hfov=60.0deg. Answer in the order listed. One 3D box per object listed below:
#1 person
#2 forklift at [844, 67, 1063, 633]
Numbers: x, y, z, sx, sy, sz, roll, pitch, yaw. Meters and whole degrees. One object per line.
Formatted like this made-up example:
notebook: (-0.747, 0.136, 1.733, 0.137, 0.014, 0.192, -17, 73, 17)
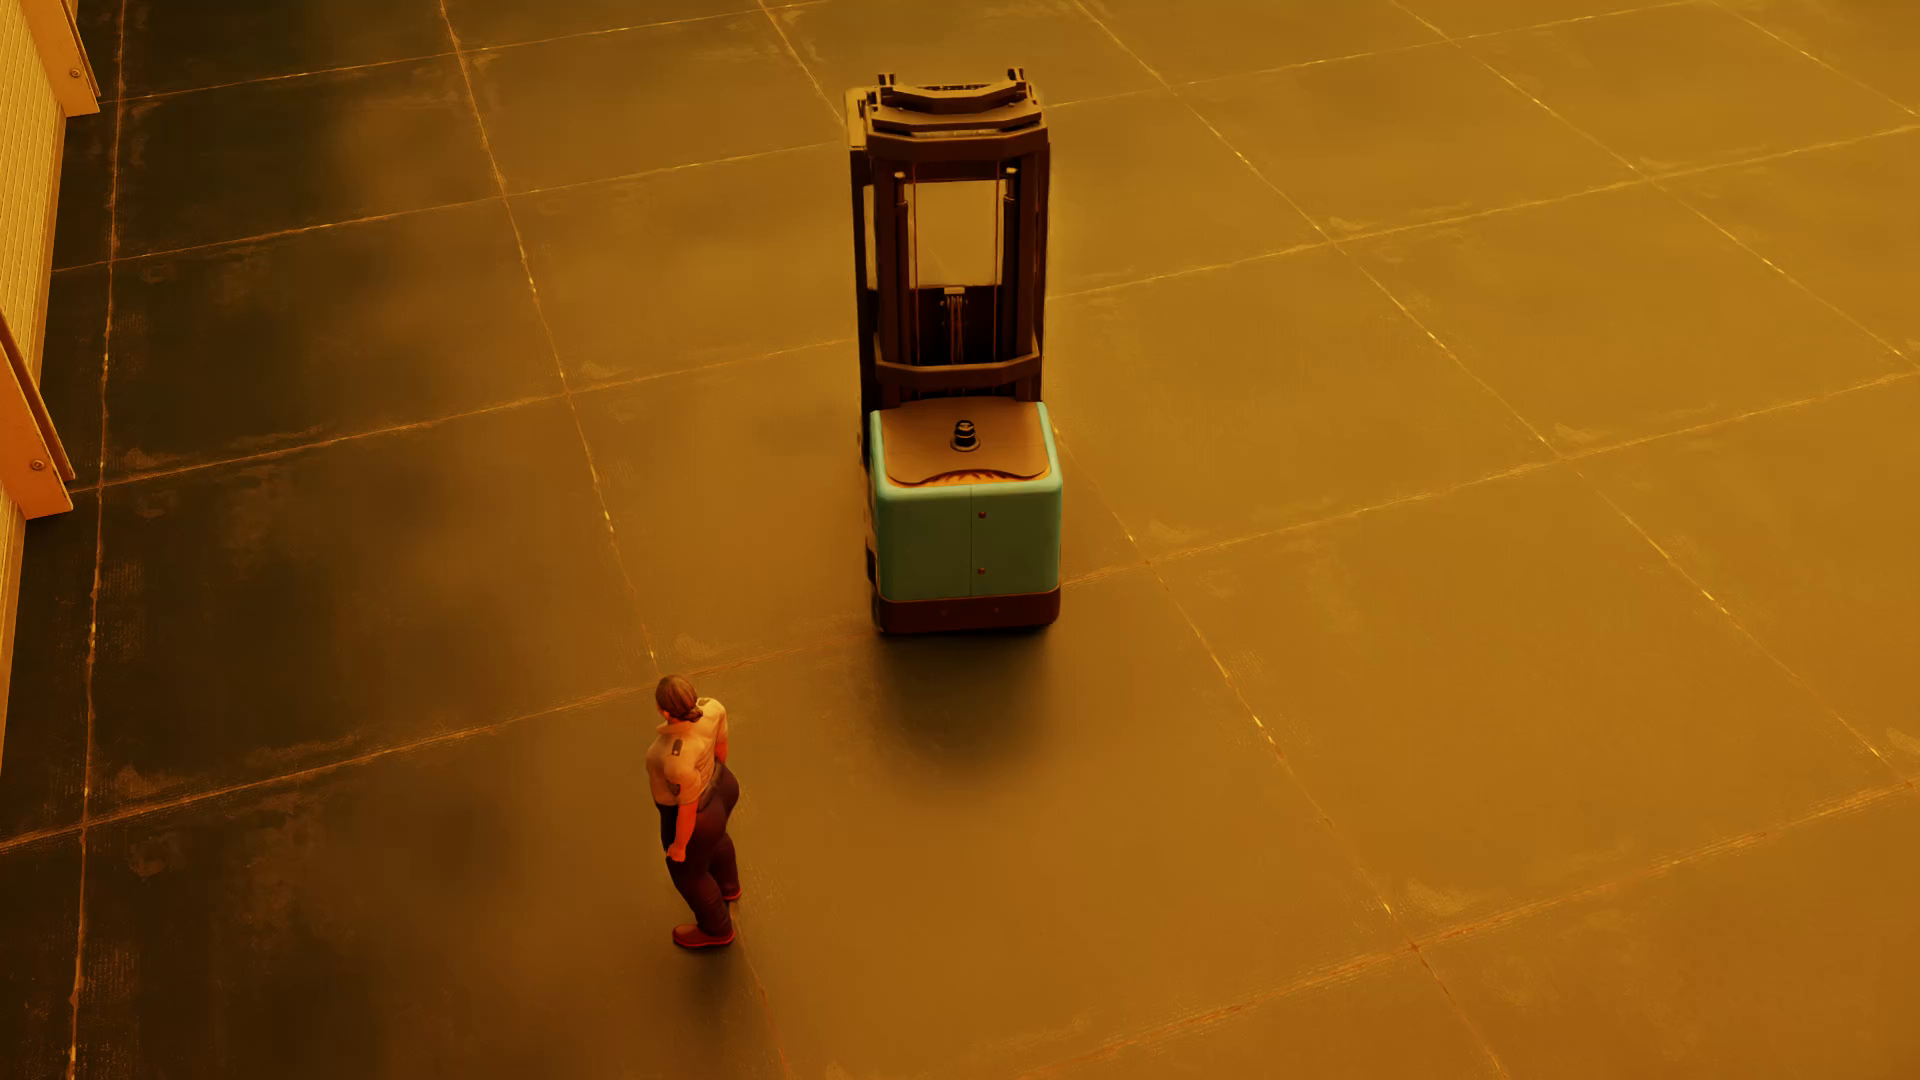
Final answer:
person: (-1.232, 1.202, 7.566, 0.354, 1.651, 0.549, 9, 41, 10)
forklift: (-0.079, -1.527, 9.815, 1.130, 2.935, 3.031, -3, 40, -4)
